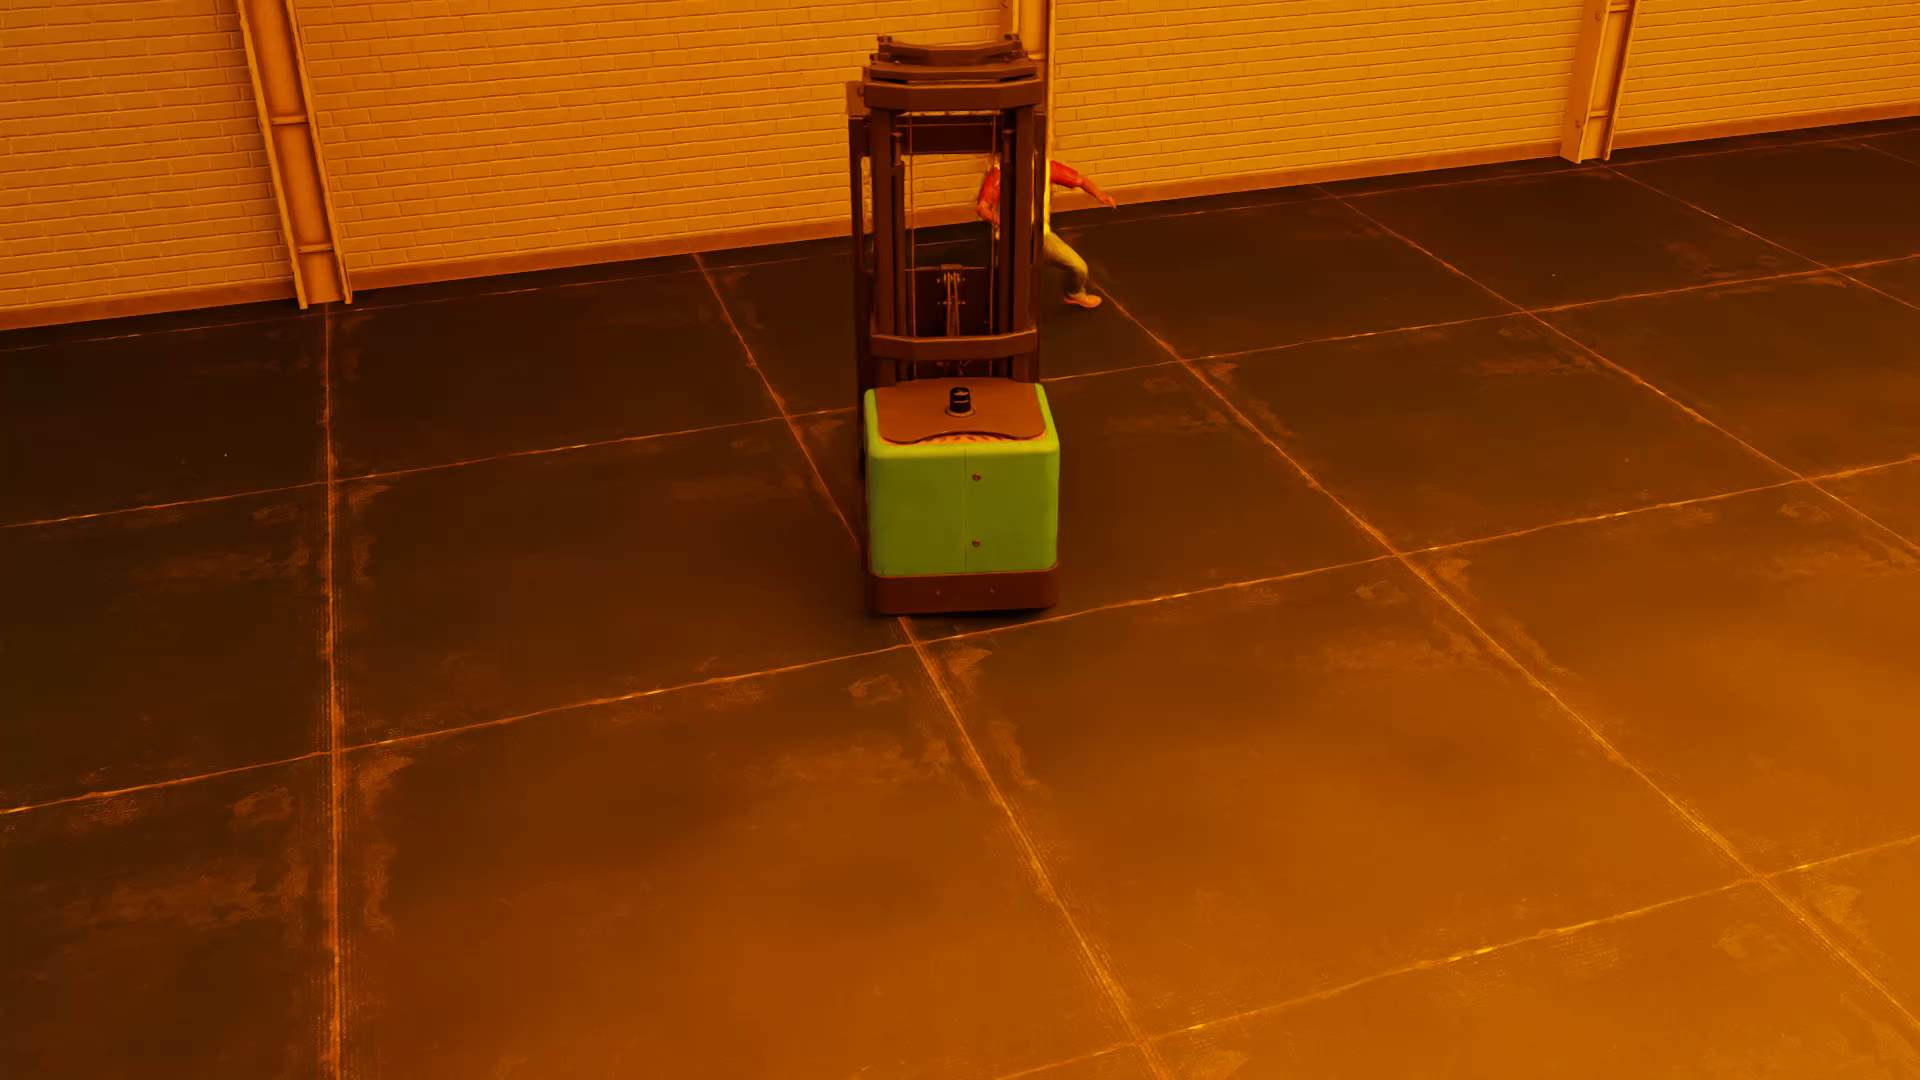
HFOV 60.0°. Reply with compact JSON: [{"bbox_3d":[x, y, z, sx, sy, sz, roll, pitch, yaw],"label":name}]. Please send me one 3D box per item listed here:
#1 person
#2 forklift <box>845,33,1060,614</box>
[{"bbox_3d":[0.604,-2.273,12.433,1.312,1.539,0.724,-12,32,-19],"label":"person"},{"bbox_3d":[-0.091,-1.567,9.810,1.130,2.935,3.031,-2,30,-4],"label":"forklift"}]
